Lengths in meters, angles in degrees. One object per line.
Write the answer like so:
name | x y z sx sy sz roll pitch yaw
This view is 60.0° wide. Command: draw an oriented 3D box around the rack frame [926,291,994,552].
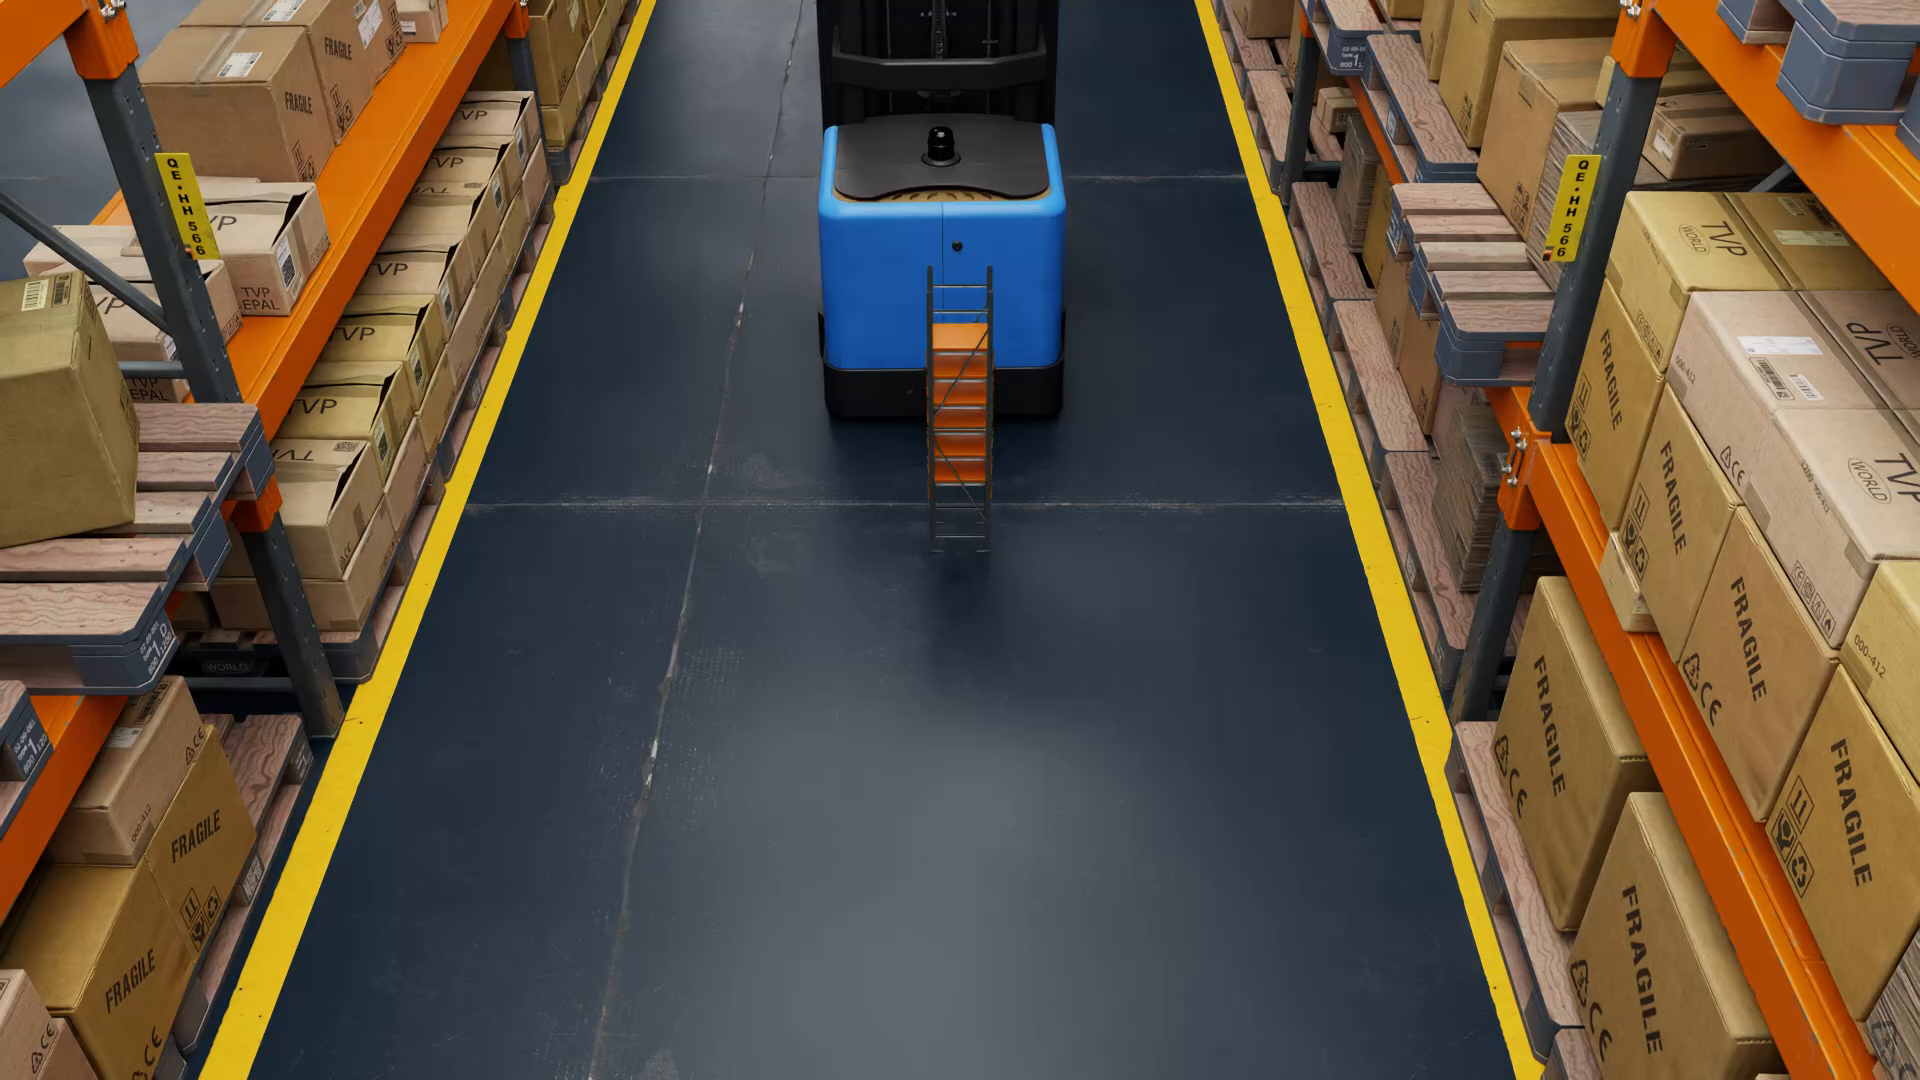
rack frame | 0.000 -0.420 6.315 0.240 1.200 0.006 0 39 0

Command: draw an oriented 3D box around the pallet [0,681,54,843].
pallet | -2.696 0.789 3.520 1.003 0.211 1.213 0 39 0

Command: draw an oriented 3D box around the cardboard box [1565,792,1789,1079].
cardboard box | 2.115 1.175 4.269 0.750 0.750 0.750 0 39 0

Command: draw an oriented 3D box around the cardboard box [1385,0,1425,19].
cardboard box | 2.206 -2.552 7.105 0.700 0.500 0.500 4 39 5

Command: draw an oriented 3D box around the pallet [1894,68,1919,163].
pallet | 2.309 -0.503 2.731 1.003 0.211 1.213 2 39 2

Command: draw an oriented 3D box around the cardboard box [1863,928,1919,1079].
cardboard box | 2.000 0.909 2.883 0.500 0.500 0.500 0 39 0

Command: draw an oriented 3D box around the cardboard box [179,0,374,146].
cardboard box | -2.722 -1.920 6.667 0.500 0.500 0.500 0 39 0

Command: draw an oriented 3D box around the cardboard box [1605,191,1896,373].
cardboard box | 1.994 -0.661 4.243 0.500 0.250 0.500 1 39 1

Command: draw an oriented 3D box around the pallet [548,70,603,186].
pallet | -2.666 -2.413 9.592 1.003 0.211 1.213 0 39 0

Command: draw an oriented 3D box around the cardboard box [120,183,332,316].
cardboard box | -2.510 -1.027 5.704 0.500 0.311 0.500 0 39 -1

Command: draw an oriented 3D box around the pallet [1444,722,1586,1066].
pallet | 2.176 1.073 5.242 1.003 0.211 1.213 0 39 0

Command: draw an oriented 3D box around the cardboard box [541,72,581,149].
cardboard box | -2.405 -2.385 9.190 0.500 0.250 0.500 0 39 0

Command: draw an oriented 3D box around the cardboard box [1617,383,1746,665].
cardboard box | 1.987 -0.039 4.067 0.500 0.500 0.500 1 39 1

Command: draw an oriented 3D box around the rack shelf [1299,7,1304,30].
rack shelf | 2.244 -3.979 9.892 1.077 0.370 4.000 0 39 0

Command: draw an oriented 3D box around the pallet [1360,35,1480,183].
pallet | 2.208 -1.671 6.590 1.003 0.211 1.213 0 39 0

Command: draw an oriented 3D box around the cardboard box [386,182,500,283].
cardboard box | -2.415 -1.423 7.541 0.500 0.311 0.500 0 39 0

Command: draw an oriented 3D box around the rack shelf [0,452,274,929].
rack shelf | -2.701 1.029 3.642 1.077 0.370 4.000 0 39 0

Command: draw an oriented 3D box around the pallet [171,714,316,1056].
pallet | -2.740 1.053 5.267 1.003 0.211 1.213 0 39 0

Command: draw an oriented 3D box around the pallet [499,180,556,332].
pallet | -2.668 -1.455 8.396 1.003 0.211 1.213 0 39 0

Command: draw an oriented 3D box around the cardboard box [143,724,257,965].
cardboard box | -2.467 0.886 4.892 0.500 0.500 0.500 1 39 2

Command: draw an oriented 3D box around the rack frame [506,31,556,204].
rack frame | -2.707 -3.004 8.099 1.000 3.000 0.127 0 39 0

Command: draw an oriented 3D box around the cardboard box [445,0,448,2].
cardboard box | -2.663 -2.637 7.762 0.500 0.250 0.500 2 39 3

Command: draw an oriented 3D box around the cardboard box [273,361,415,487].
cardboard box | -2.419 -0.468 6.350 0.500 0.311 0.500 -1 39 -1

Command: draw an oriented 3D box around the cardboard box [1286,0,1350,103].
cardboard box | 2.205 -2.855 9.561 0.500 0.500 0.500 -3 39 -3

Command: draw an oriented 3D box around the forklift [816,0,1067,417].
forklift | -0.107 -2.582 7.628 1.130 2.935 3.031 -1 39 -1

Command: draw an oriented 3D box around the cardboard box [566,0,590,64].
cardboard box | -2.403 -2.990 9.346 0.500 0.500 0.500 0 39 0

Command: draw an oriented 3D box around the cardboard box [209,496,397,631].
cardboard box | -2.410 0.079 6.115 0.500 0.250 0.500 0 39 0

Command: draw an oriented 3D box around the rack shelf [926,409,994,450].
rack shelf | 0.000 -0.443 6.414 0.258 0.103 0.180 0 39 0

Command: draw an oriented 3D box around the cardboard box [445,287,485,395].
cardboard box | -2.418 -0.881 7.313 0.500 0.250 0.500 1 39 1

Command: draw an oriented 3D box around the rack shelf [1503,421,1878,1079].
rack shelf | 2.253 1.023 3.650 1.077 0.370 4.000 0 39 0

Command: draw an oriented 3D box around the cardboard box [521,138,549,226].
cardboard box | -2.417 -1.835 8.505 0.500 0.250 0.500 0 39 0

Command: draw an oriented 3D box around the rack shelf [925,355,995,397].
rack shelf | 0.000 -0.630 6.264 0.258 0.103 0.180 0 39 0

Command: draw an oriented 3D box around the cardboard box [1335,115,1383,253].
cardboard box | 2.264 -1.745 8.176 0.700 0.500 0.500 1 39 1

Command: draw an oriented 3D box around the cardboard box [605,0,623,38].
cardboard box | -2.402 -3.323 10.361 0.500 0.250 0.500 0 39 0

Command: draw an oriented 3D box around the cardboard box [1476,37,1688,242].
cardboard box | 2.213 -1.362 5.619 0.700 0.500 0.500 -3 39 -4

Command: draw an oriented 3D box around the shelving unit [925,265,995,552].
shelving unit | 0.000 -0.477 6.386 0.258 1.200 0.189 0 39 0

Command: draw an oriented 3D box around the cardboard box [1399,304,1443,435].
cardboard box | 2.285 -0.787 6.981 0.700 0.500 0.500 0 39 0

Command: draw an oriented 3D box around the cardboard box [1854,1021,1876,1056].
cardboard box | 2.026 0.912 3.399 0.380 0.149 0.250 1 39 1

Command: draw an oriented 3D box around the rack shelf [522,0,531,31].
rack shelf | -2.710 -3.974 9.885 1.077 0.370 4.000 0 39 0

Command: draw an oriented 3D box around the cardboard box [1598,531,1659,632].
cardboard box | 1.927 0.112 4.396 0.380 0.149 0.250 1 39 1

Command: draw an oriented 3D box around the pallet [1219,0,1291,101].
pallet | 2.206 -3.106 10.457 1.003 0.211 1.213 0 39 0
